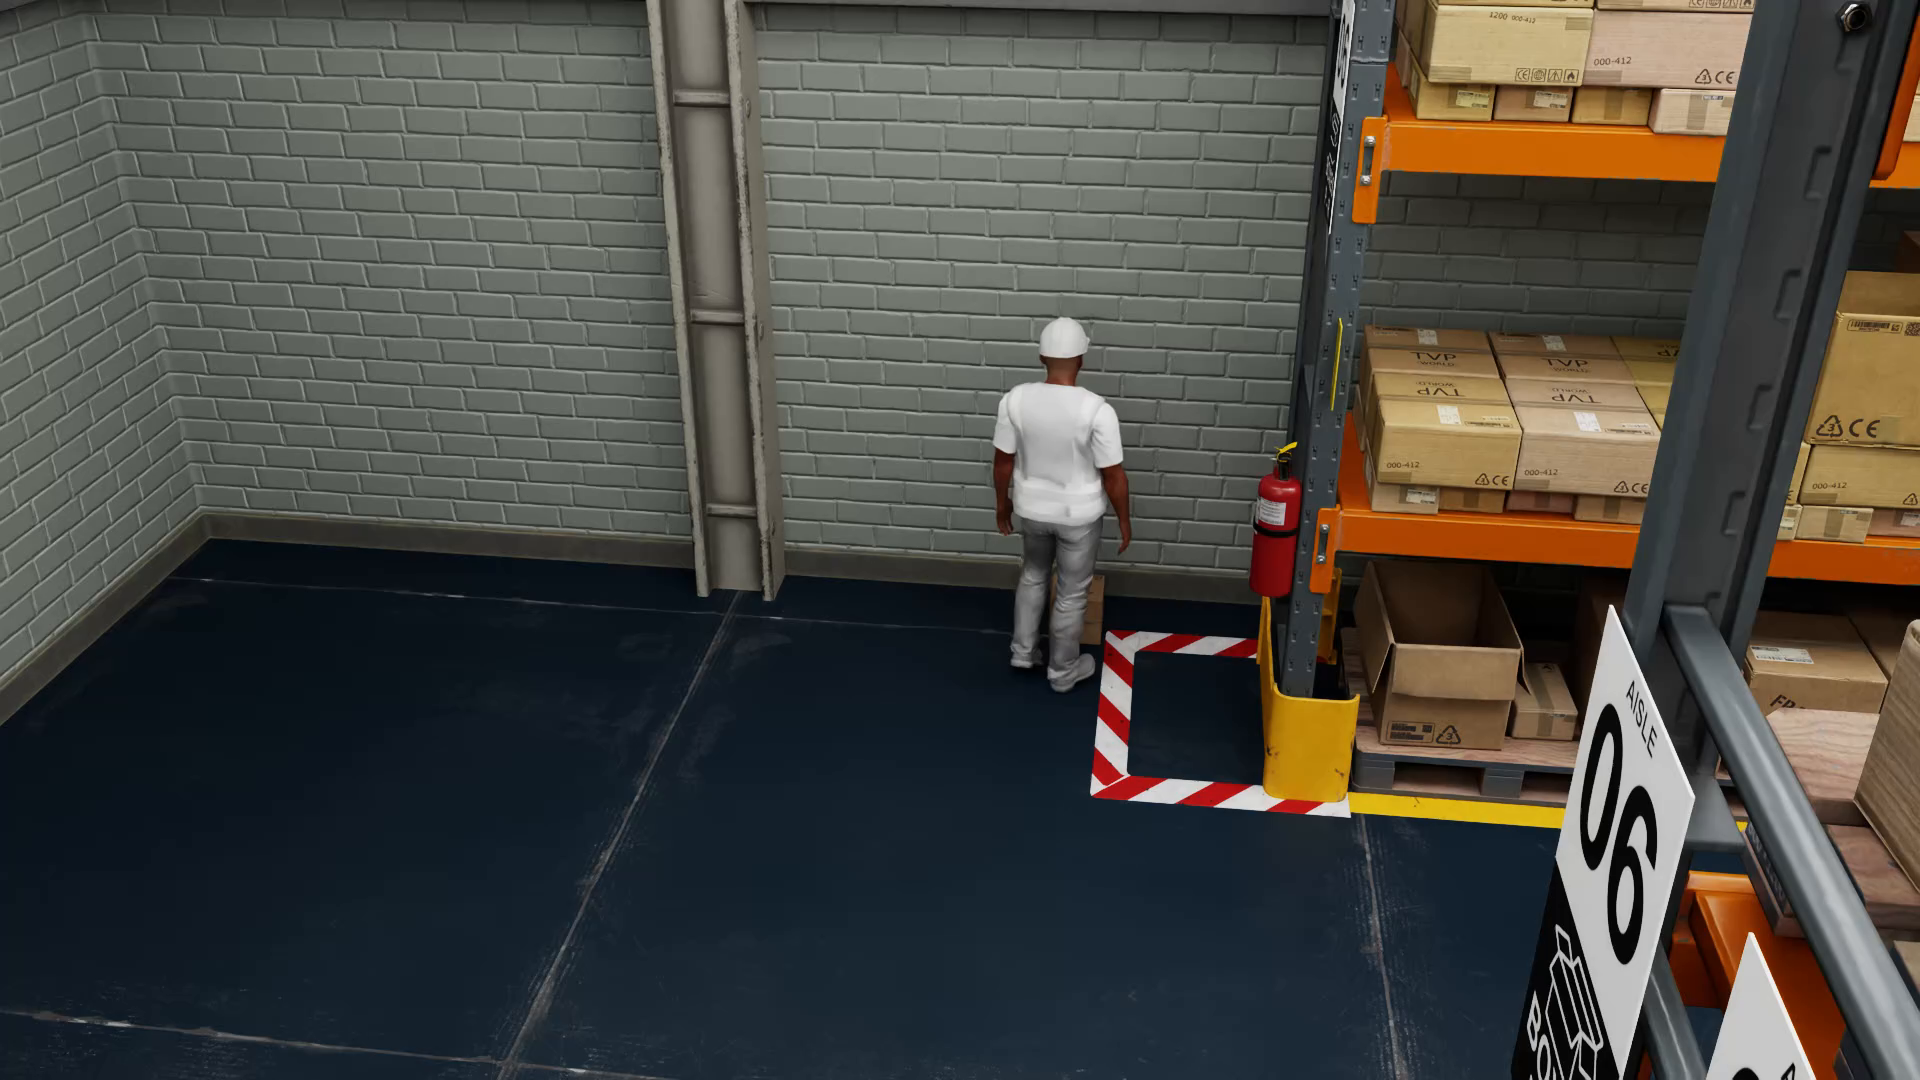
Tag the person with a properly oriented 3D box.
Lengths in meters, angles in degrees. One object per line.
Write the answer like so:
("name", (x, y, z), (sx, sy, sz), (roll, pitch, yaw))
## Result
("person", (0.470, -0.158, 7.341), (0.618, 1.668, 0.346), (13, 31, 23))
